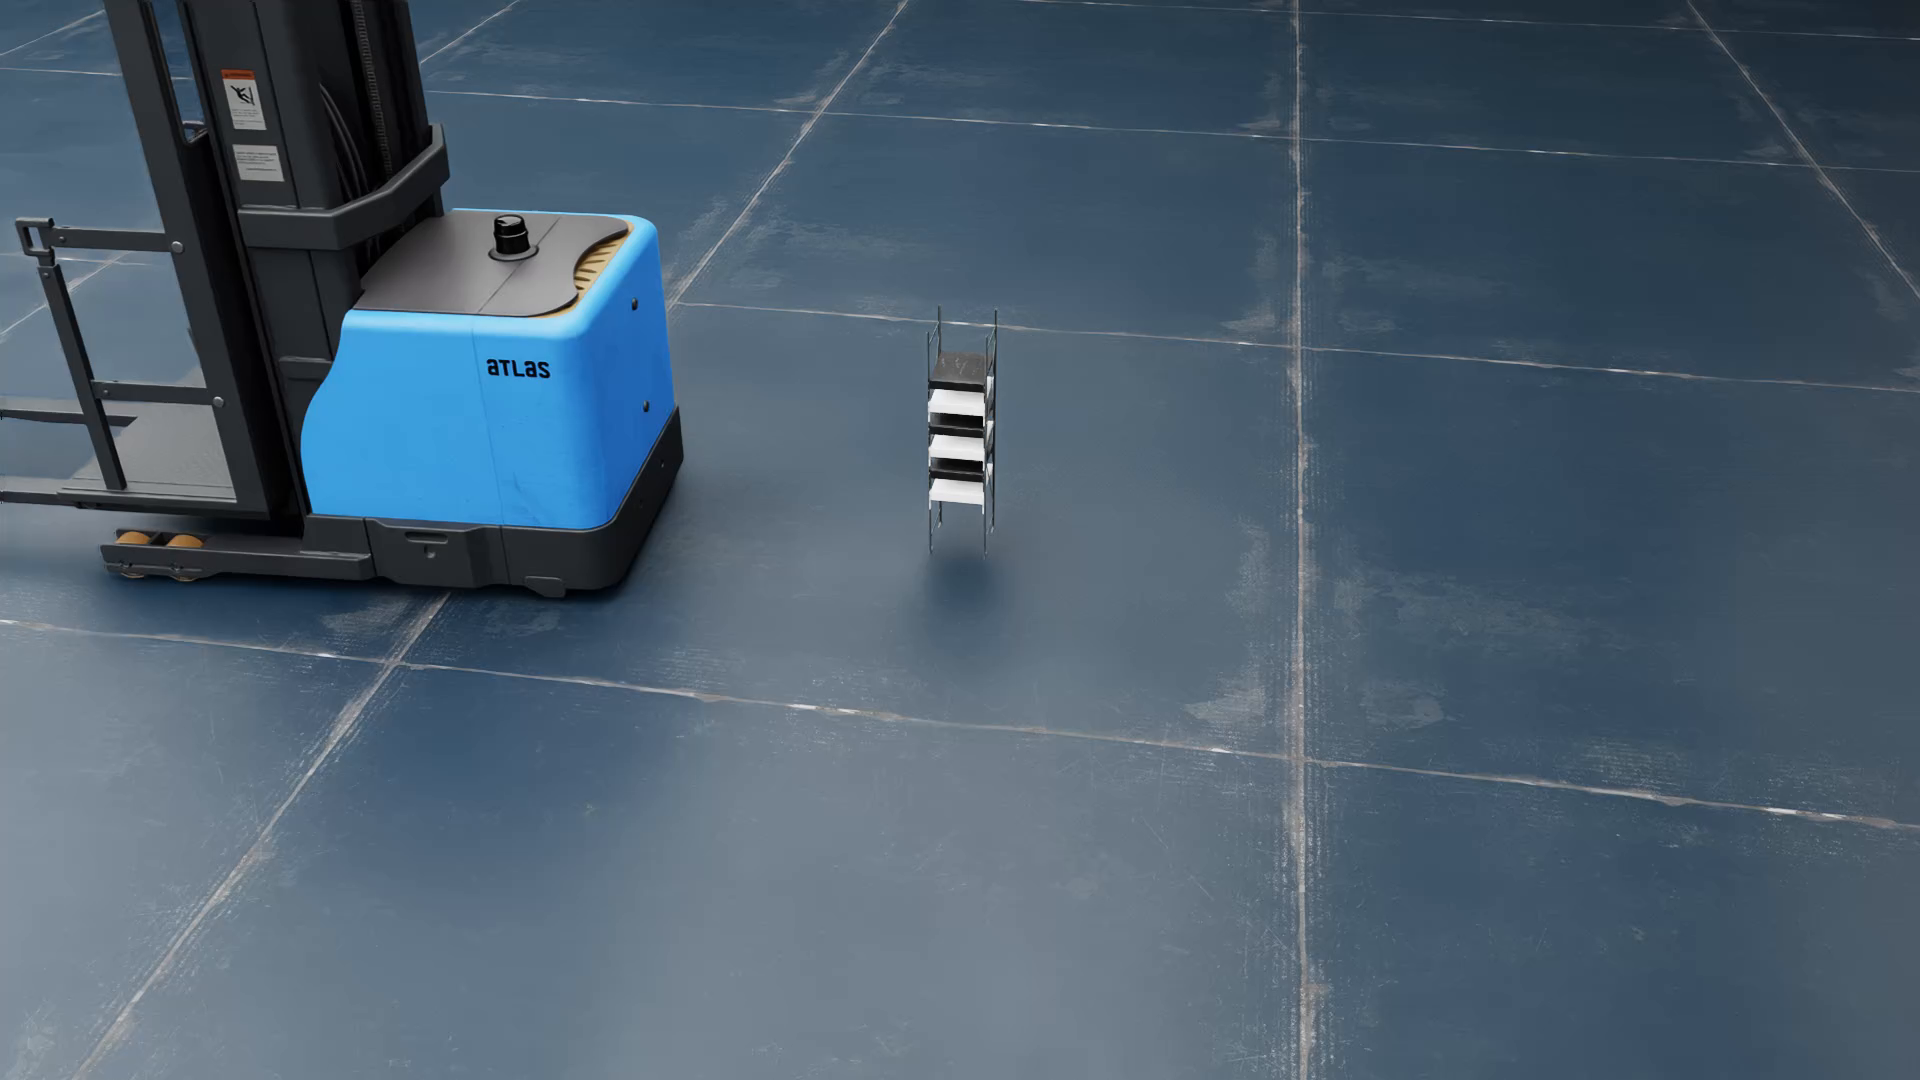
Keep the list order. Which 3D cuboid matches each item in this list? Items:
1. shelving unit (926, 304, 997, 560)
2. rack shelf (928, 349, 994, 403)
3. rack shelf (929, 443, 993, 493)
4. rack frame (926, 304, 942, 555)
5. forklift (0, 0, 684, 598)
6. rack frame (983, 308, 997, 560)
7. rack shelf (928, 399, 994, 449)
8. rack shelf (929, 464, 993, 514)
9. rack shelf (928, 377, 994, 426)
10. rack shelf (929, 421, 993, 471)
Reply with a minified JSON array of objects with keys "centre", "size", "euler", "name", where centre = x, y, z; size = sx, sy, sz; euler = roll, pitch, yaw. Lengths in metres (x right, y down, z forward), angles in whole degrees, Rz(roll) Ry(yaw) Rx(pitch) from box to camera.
[{"centre":[0.008,-0.381,6.010],"size":[0.210,0.900,0.258],"euler":[5,32,8],"name":"shelving unit"},{"centre":[0.008,-0.581,5.884],"size":[0.200,0.077,0.258],"euler":[5,32,8],"name":"rack shelf"},{"centre":[0.008,-0.276,6.076],"size":[0.200,0.077,0.258],"euler":[5,32,8],"name":"rack shelf"},{"centre":[-0.092,-0.390,6.025],"size":[0.006,0.900,0.240],"euler":[5,32,8],"name":"rack frame"},{"centre":[-2.654,-1.366,5.670],"size":[3.031,2.935,1.130],"euler":[3,32,5],"name":"forklift"},{"centre":[0.108,-0.372,5.996],"size":[0.006,0.900,0.240],"euler":[5,32,8],"name":"rack frame"},{"centre":[0.008,-0.429,5.980],"size":[0.200,0.077,0.258],"euler":[5,32,8],"name":"rack shelf"},{"centre":[0.008,-0.200,6.123],"size":[0.200,0.077,0.258],"euler":[5,32,8],"name":"rack shelf"},{"centre":[0.008,-0.505,5.932],"size":[0.200,0.077,0.258],"euler":[5,32,8],"name":"rack shelf"},{"centre":[0.008,-0.352,6.028],"size":[0.200,0.077,0.258],"euler":[5,32,8],"name":"rack shelf"}]
